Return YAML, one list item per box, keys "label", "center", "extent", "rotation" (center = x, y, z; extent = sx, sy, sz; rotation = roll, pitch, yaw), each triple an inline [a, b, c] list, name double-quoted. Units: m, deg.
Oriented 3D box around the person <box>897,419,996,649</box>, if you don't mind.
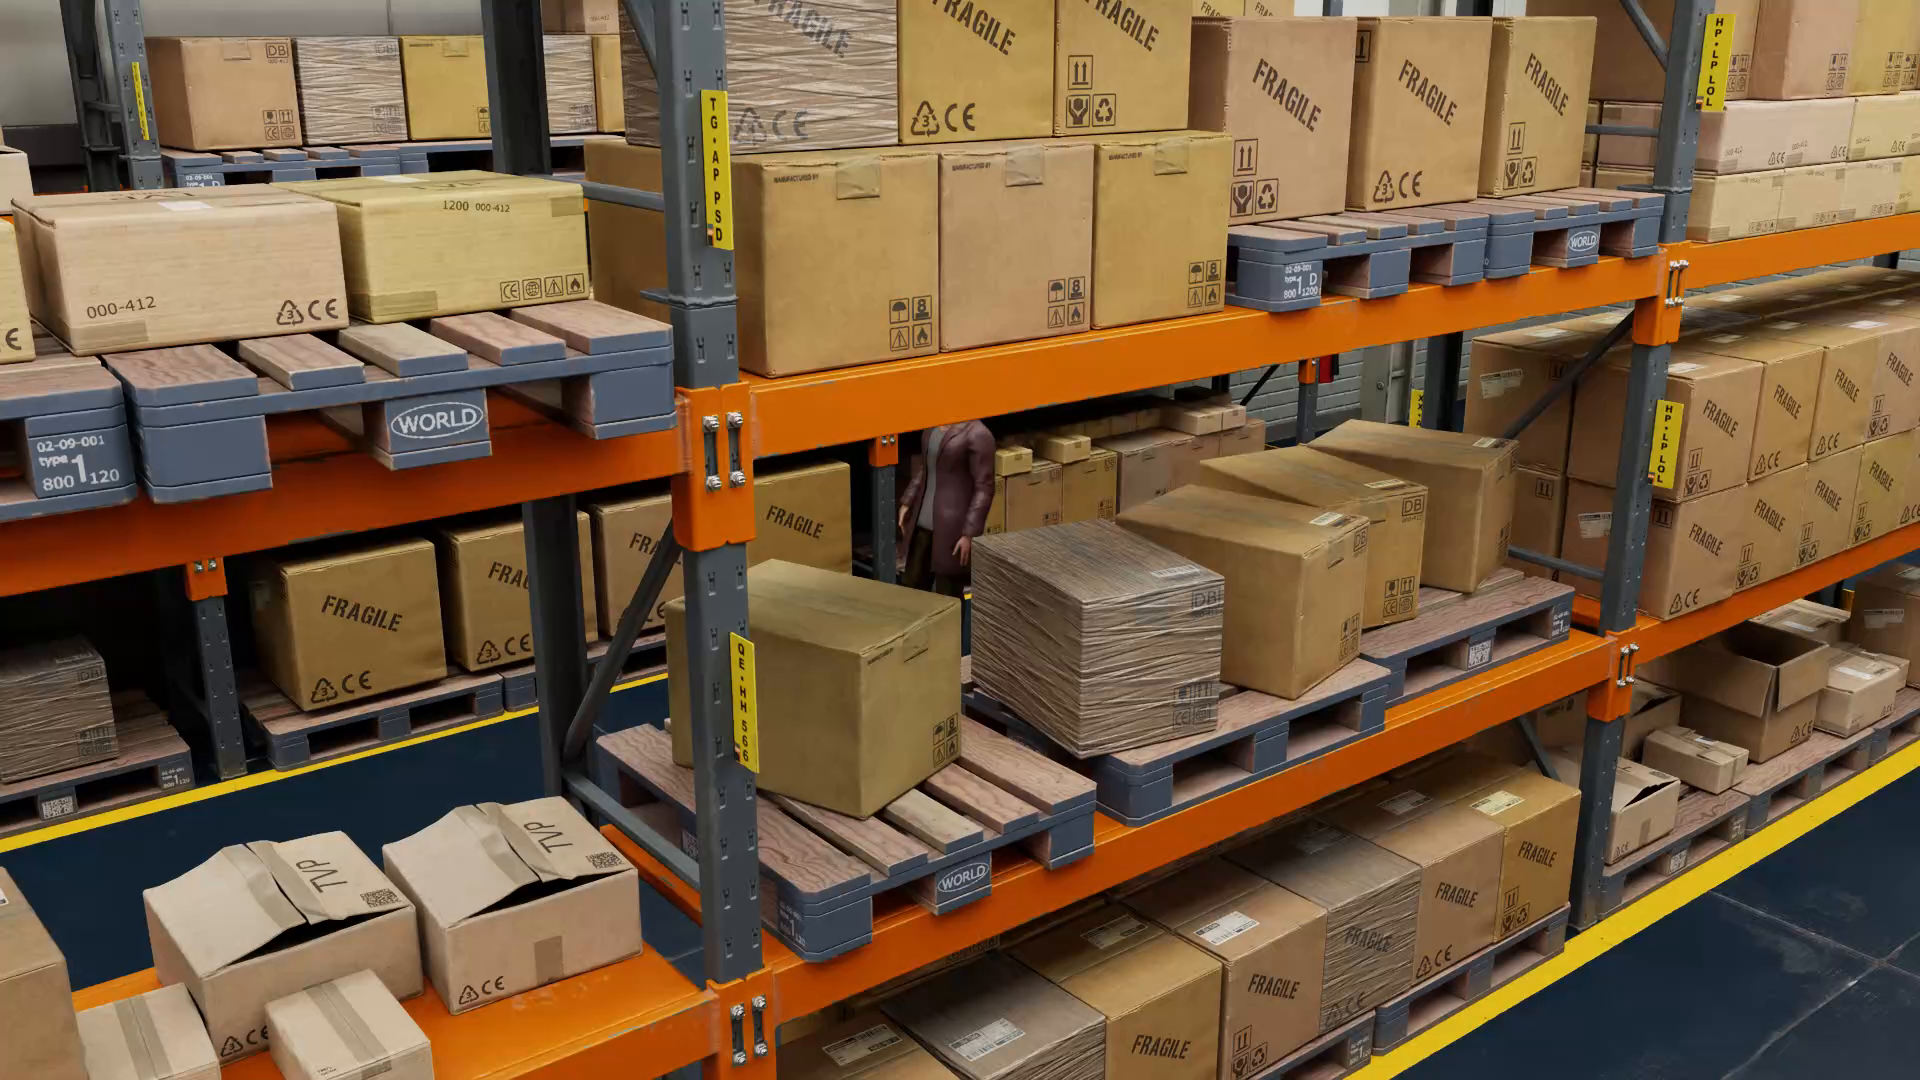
- label: "person"
  center: [-0.161, -0.065, 9.251]
  extent: [0.582, 1.776, 0.693]
  rotation: [-13, 22, -36]
